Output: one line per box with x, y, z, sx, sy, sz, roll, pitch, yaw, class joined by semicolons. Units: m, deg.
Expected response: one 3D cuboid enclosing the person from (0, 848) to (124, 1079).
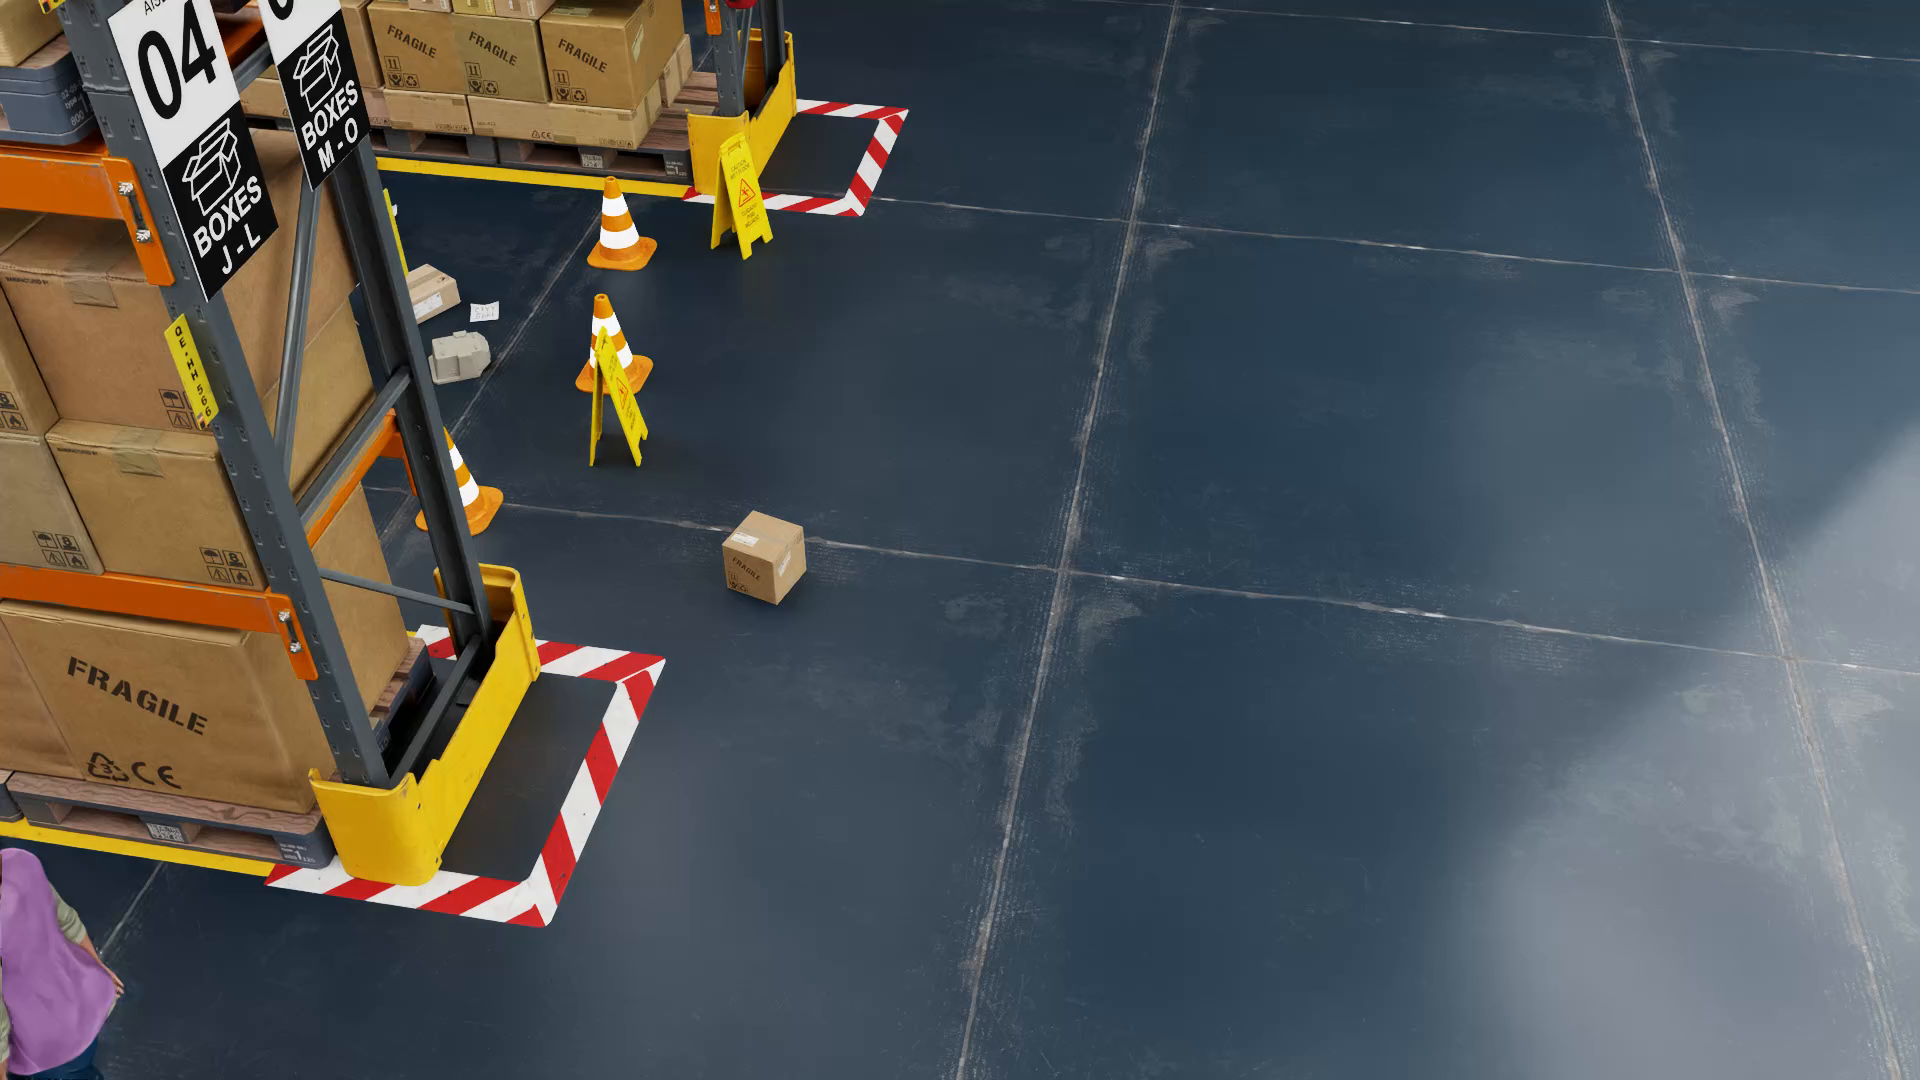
-2.433;1.345;4.606;0.687;1.574;0.482;0;41;0;person
